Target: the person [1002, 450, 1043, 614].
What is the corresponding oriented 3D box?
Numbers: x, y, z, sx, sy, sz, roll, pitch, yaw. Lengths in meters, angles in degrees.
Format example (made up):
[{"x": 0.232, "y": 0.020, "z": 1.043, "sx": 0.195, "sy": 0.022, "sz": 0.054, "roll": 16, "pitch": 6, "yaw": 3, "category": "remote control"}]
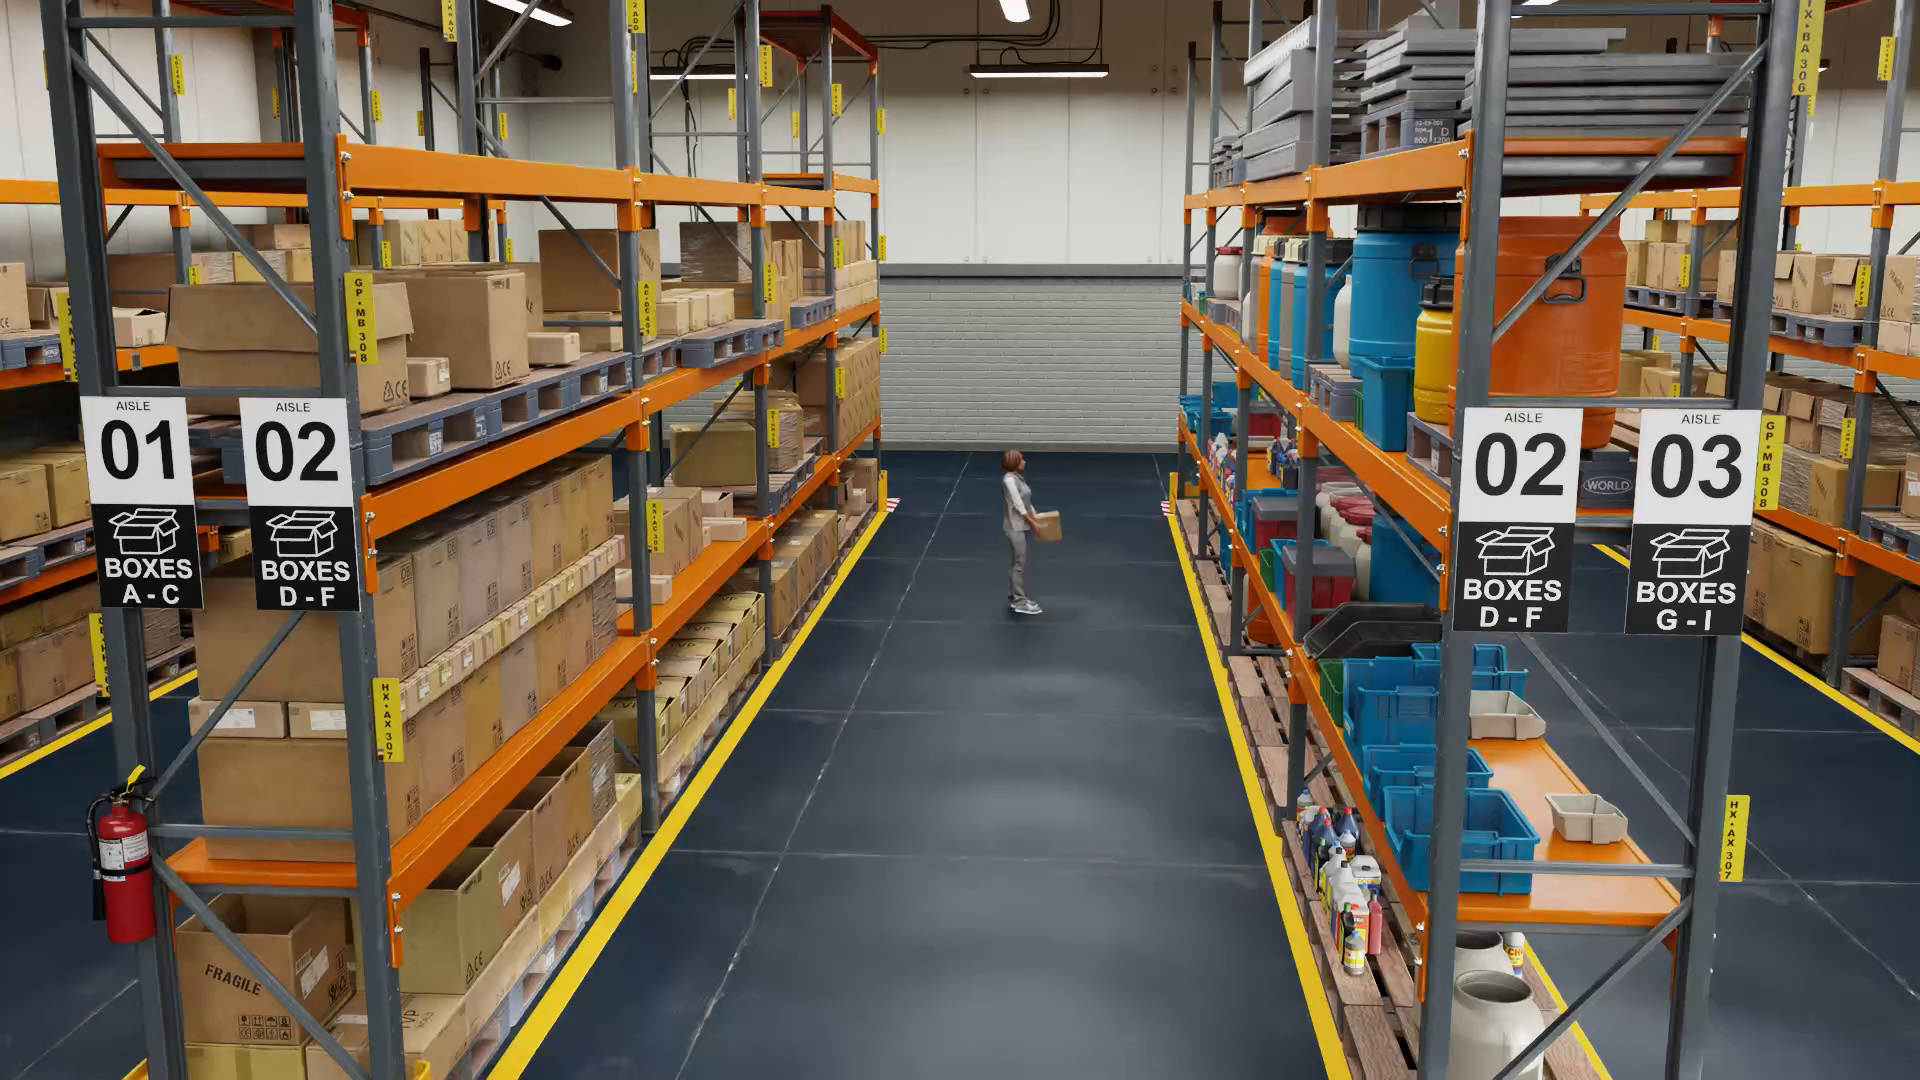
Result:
[{"x": 0.628, "y": -0.087, "z": 16.420, "sx": 0.445, "sy": 1.586, "sz": 0.444, "roll": 2, "pitch": 11, "yaw": 12, "category": "person"}]
